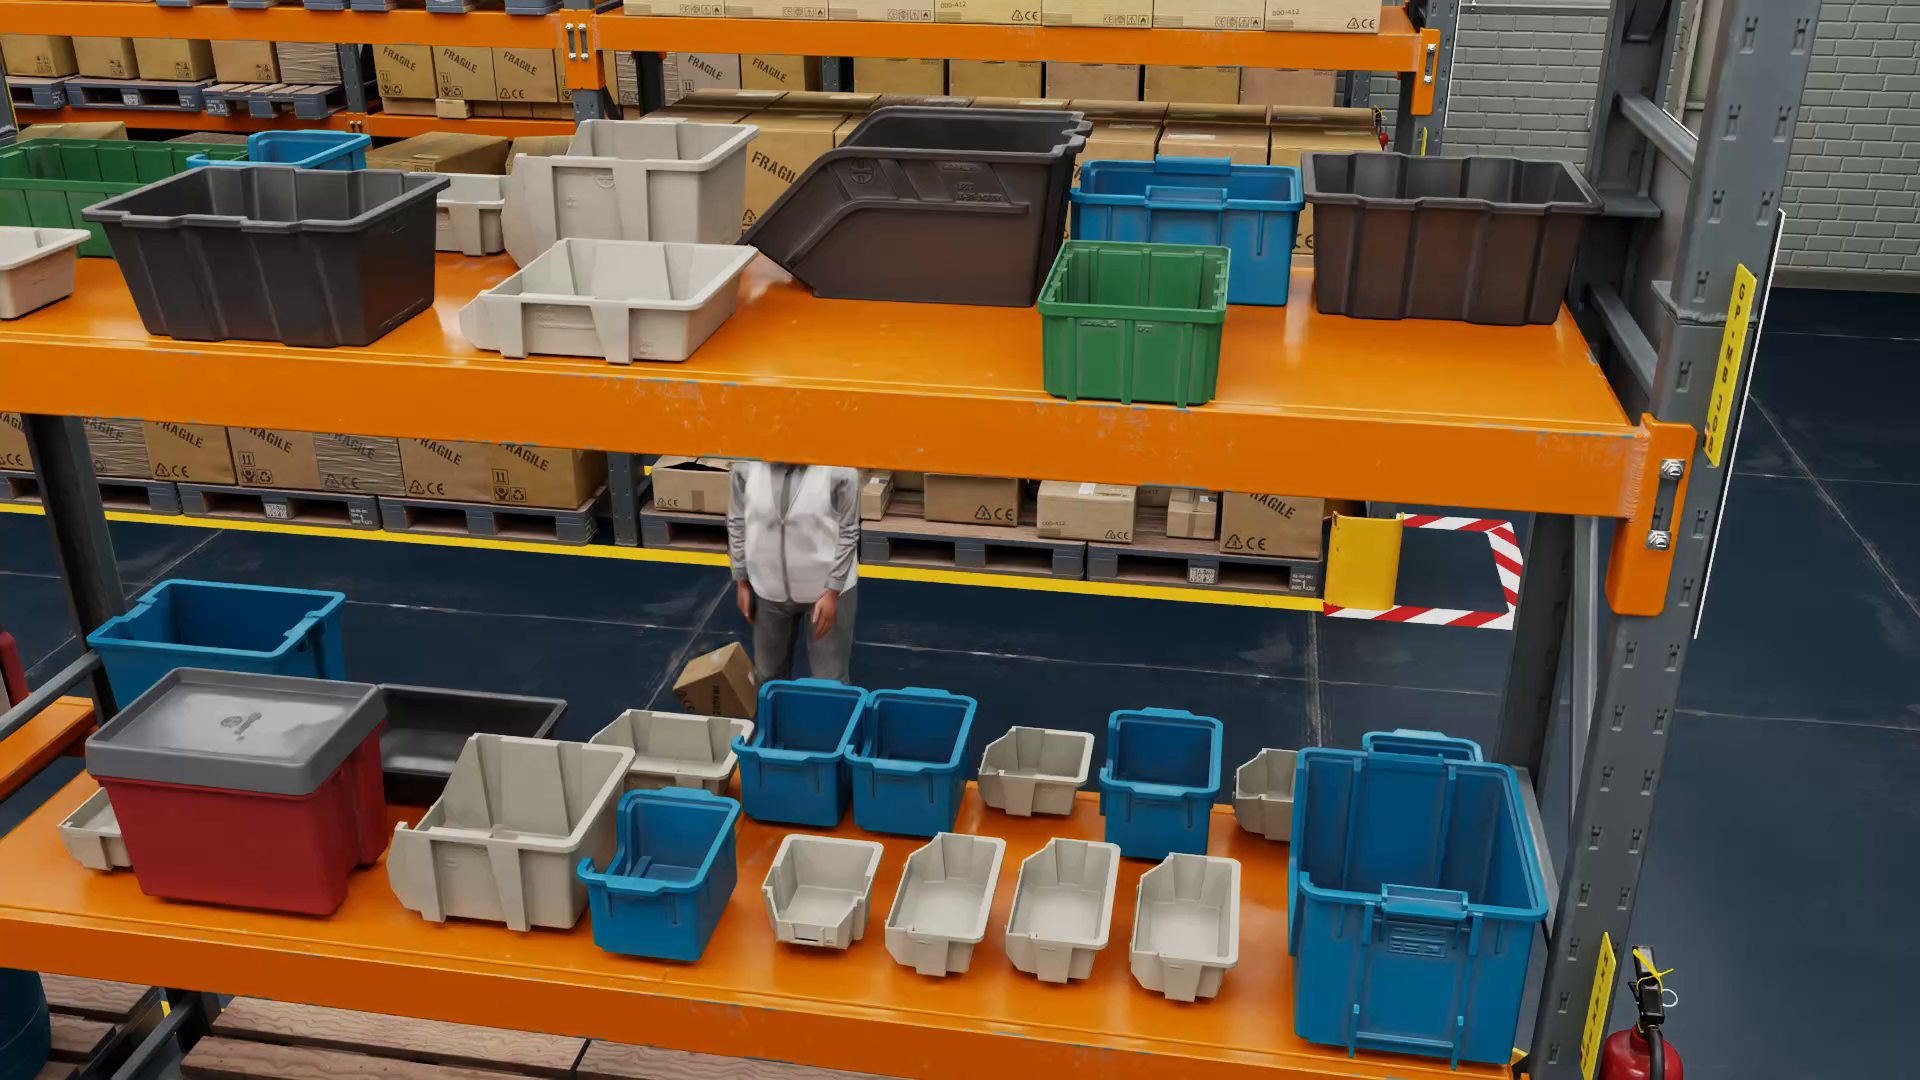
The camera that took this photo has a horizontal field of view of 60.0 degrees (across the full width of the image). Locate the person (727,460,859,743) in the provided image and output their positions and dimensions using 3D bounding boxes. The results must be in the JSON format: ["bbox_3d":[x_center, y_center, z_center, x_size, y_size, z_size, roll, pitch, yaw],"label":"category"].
[{"bbox_3d":[-0.678,0.204,6.577,0.566,1.785,0.475,6,25,12],"label":"person"}]
